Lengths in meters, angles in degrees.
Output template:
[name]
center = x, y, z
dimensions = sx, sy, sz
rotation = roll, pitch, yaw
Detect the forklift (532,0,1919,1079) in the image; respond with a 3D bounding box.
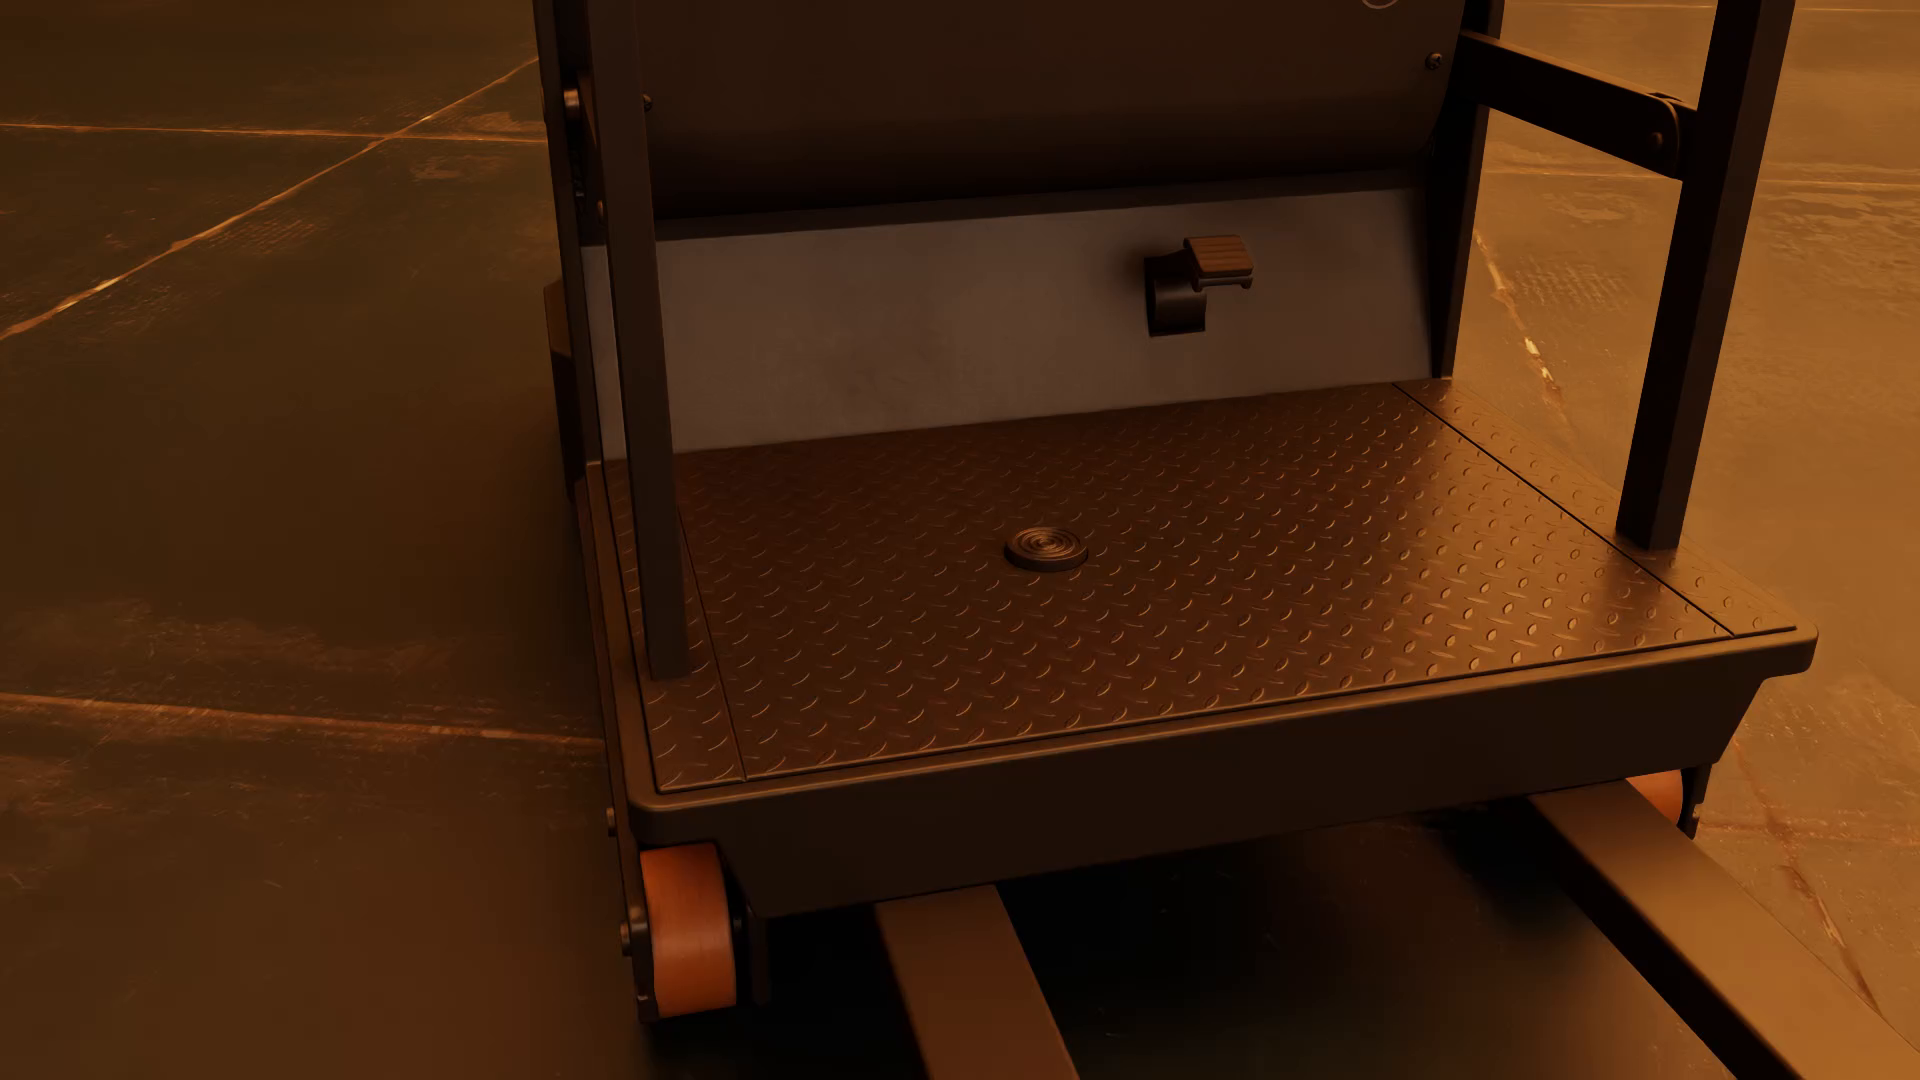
[forklift]
center = 0.153, -1.049, 1.319
dimensions = 1.130, 2.935, 3.031
rotation = -7, 27, -13
